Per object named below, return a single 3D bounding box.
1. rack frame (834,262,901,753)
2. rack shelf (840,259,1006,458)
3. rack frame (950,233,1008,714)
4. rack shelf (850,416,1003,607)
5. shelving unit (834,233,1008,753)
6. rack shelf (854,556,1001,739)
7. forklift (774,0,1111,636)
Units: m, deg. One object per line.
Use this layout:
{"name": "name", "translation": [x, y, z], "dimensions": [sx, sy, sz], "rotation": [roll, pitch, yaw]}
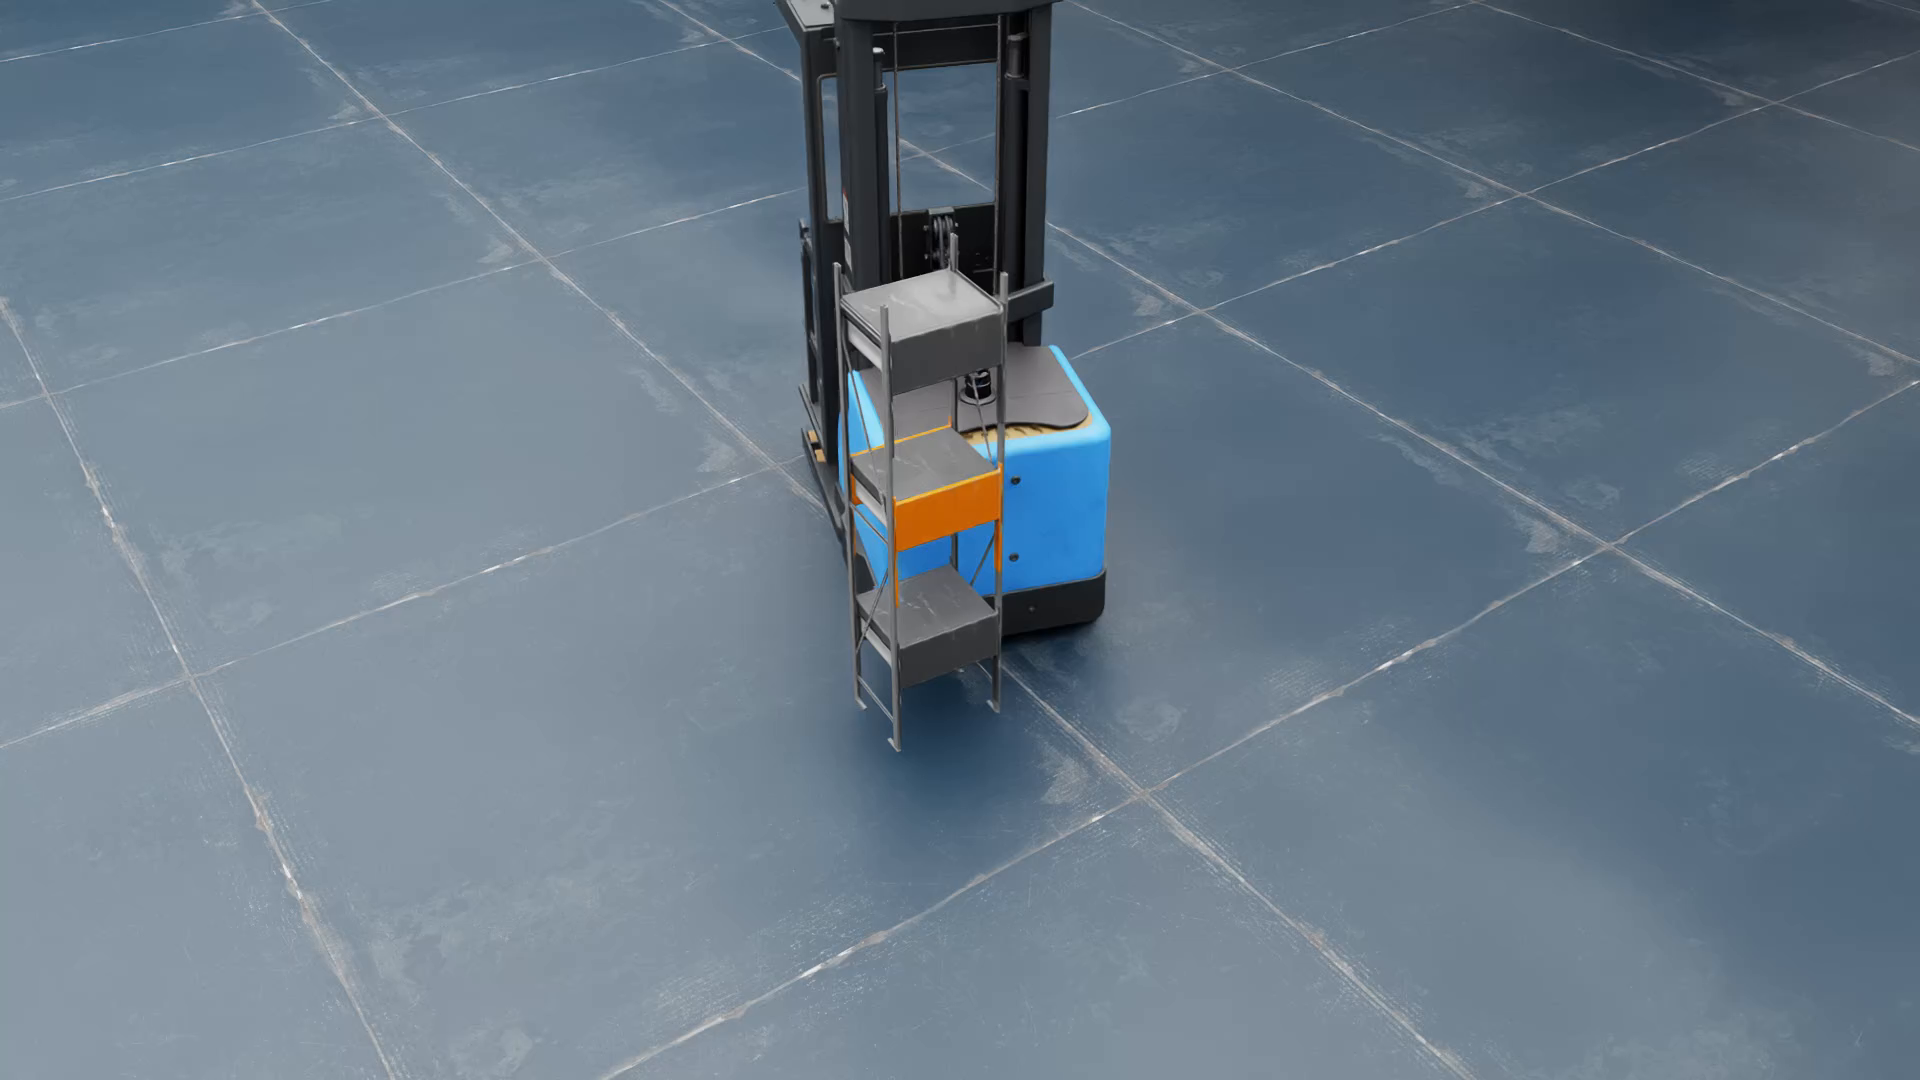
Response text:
{"name": "rack frame", "translation": [-0.355, -0.058, 6.532], "dimensions": [0.015, 2.100, 0.400], "rotation": [-19, 40, -24]}
{"name": "rack shelf", "translation": [-0.144, -0.686, 6.230], "dimensions": [0.480, 0.518, 0.431], "rotation": [-19, 40, -24]}
{"name": "rack frame", "translation": [0.068, -0.200, 6.730], "dimensions": [0.015, 2.100, 0.400], "rotation": [-19, 40, -24]}
{"name": "rack shelf", "translation": [-0.144, -0.118, 6.639], "dimensions": [0.480, 0.518, 0.431], "rotation": [-19, 40, -24]}
{"name": "shelving unit", "translation": [-0.144, -0.129, 6.631], "dimensions": [0.503, 2.100, 0.431], "rotation": [-19, 40, -24]}
{"name": "rack shelf", "translation": [-0.144, 0.450, 7.048], "dimensions": [0.480, 0.518, 0.431], "rotation": [-19, 40, -24]}
{"name": "forklift", "translation": [-0.212, -1.550, 7.895], "dimensions": [1.130, 2.935, 3.031], "rotation": [-9, 37, -12]}
